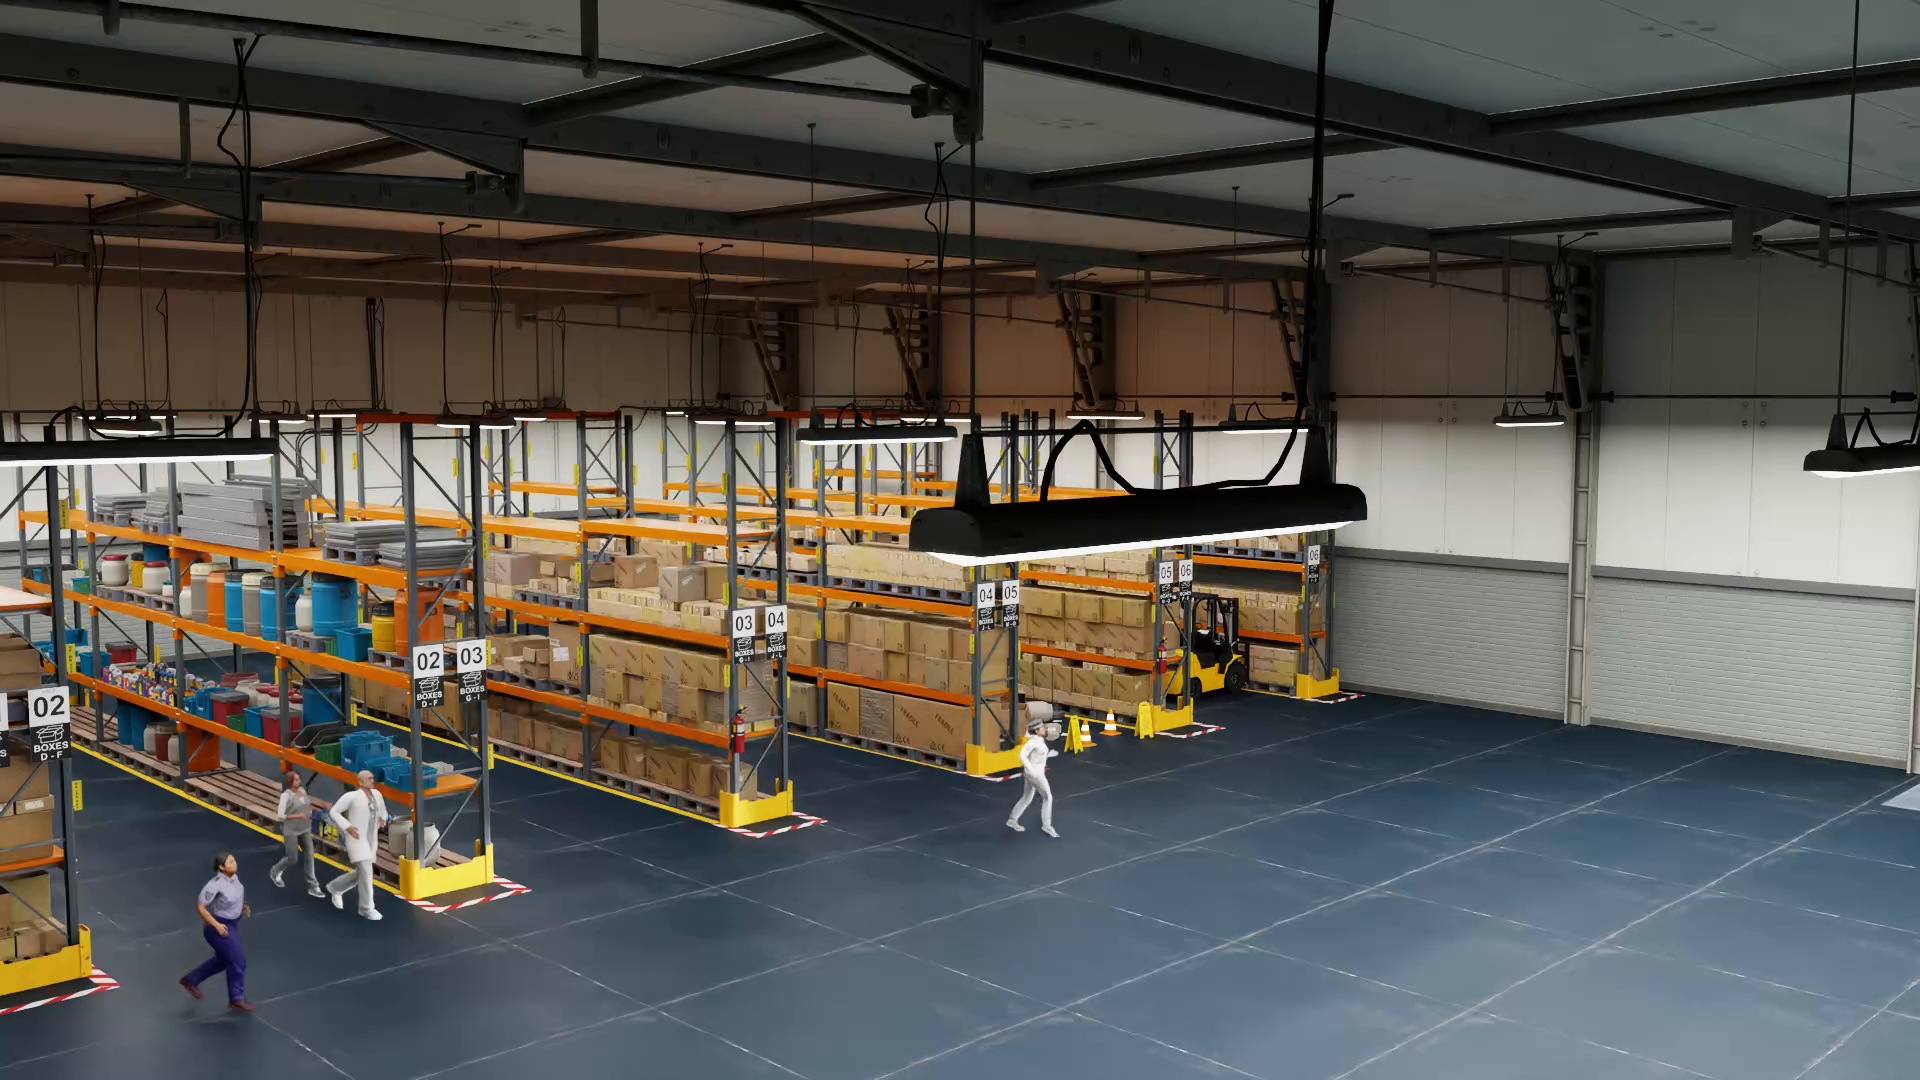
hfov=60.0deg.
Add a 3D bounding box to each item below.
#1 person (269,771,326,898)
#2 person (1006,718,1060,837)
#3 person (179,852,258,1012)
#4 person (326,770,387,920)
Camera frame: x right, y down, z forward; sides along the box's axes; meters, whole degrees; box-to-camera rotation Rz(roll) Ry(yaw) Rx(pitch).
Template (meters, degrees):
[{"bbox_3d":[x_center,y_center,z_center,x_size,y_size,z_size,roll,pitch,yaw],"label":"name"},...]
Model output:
[{"bbox_3d":[-8.363,3.690,20.959,0.874,1.580,0.540,3,6,28],"label":"person"},{"bbox_3d":[1.049,3.416,23.955,0.758,1.754,0.584,0,5,-5],"label":"person"},{"bbox_3d":[-7.665,4.030,17.146,0.804,1.667,0.605,0,5,-6],"label":"person"},{"bbox_3d":[-7.344,3.709,20.402,0.932,1.781,0.744,3,6,27],"label":"person"}]
